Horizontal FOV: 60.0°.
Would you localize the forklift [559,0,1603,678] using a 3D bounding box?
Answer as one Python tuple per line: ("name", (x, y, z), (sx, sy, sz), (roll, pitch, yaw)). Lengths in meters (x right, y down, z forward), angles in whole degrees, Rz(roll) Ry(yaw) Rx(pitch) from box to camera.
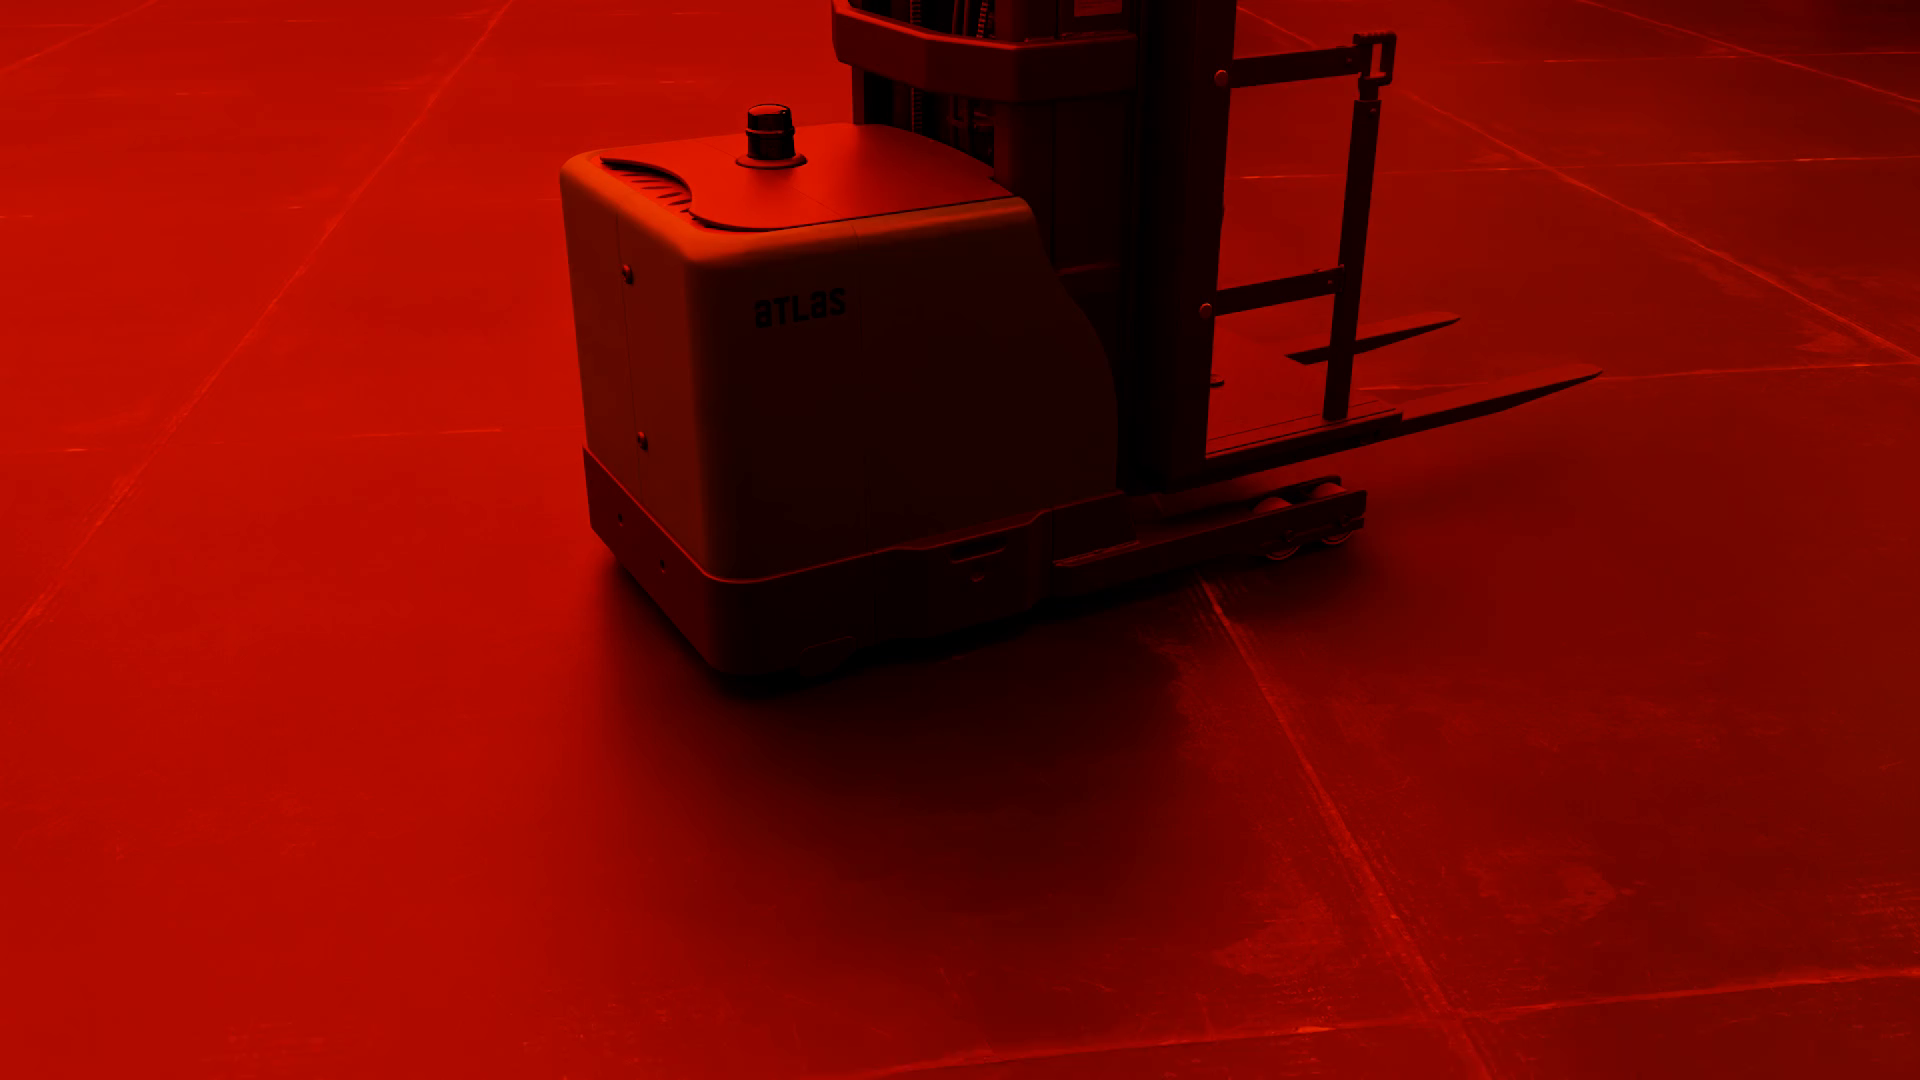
("forklift", (0.529, -1.451, 4.240), (3.031, 2.935, 1.130), (-14, 29, -26))
